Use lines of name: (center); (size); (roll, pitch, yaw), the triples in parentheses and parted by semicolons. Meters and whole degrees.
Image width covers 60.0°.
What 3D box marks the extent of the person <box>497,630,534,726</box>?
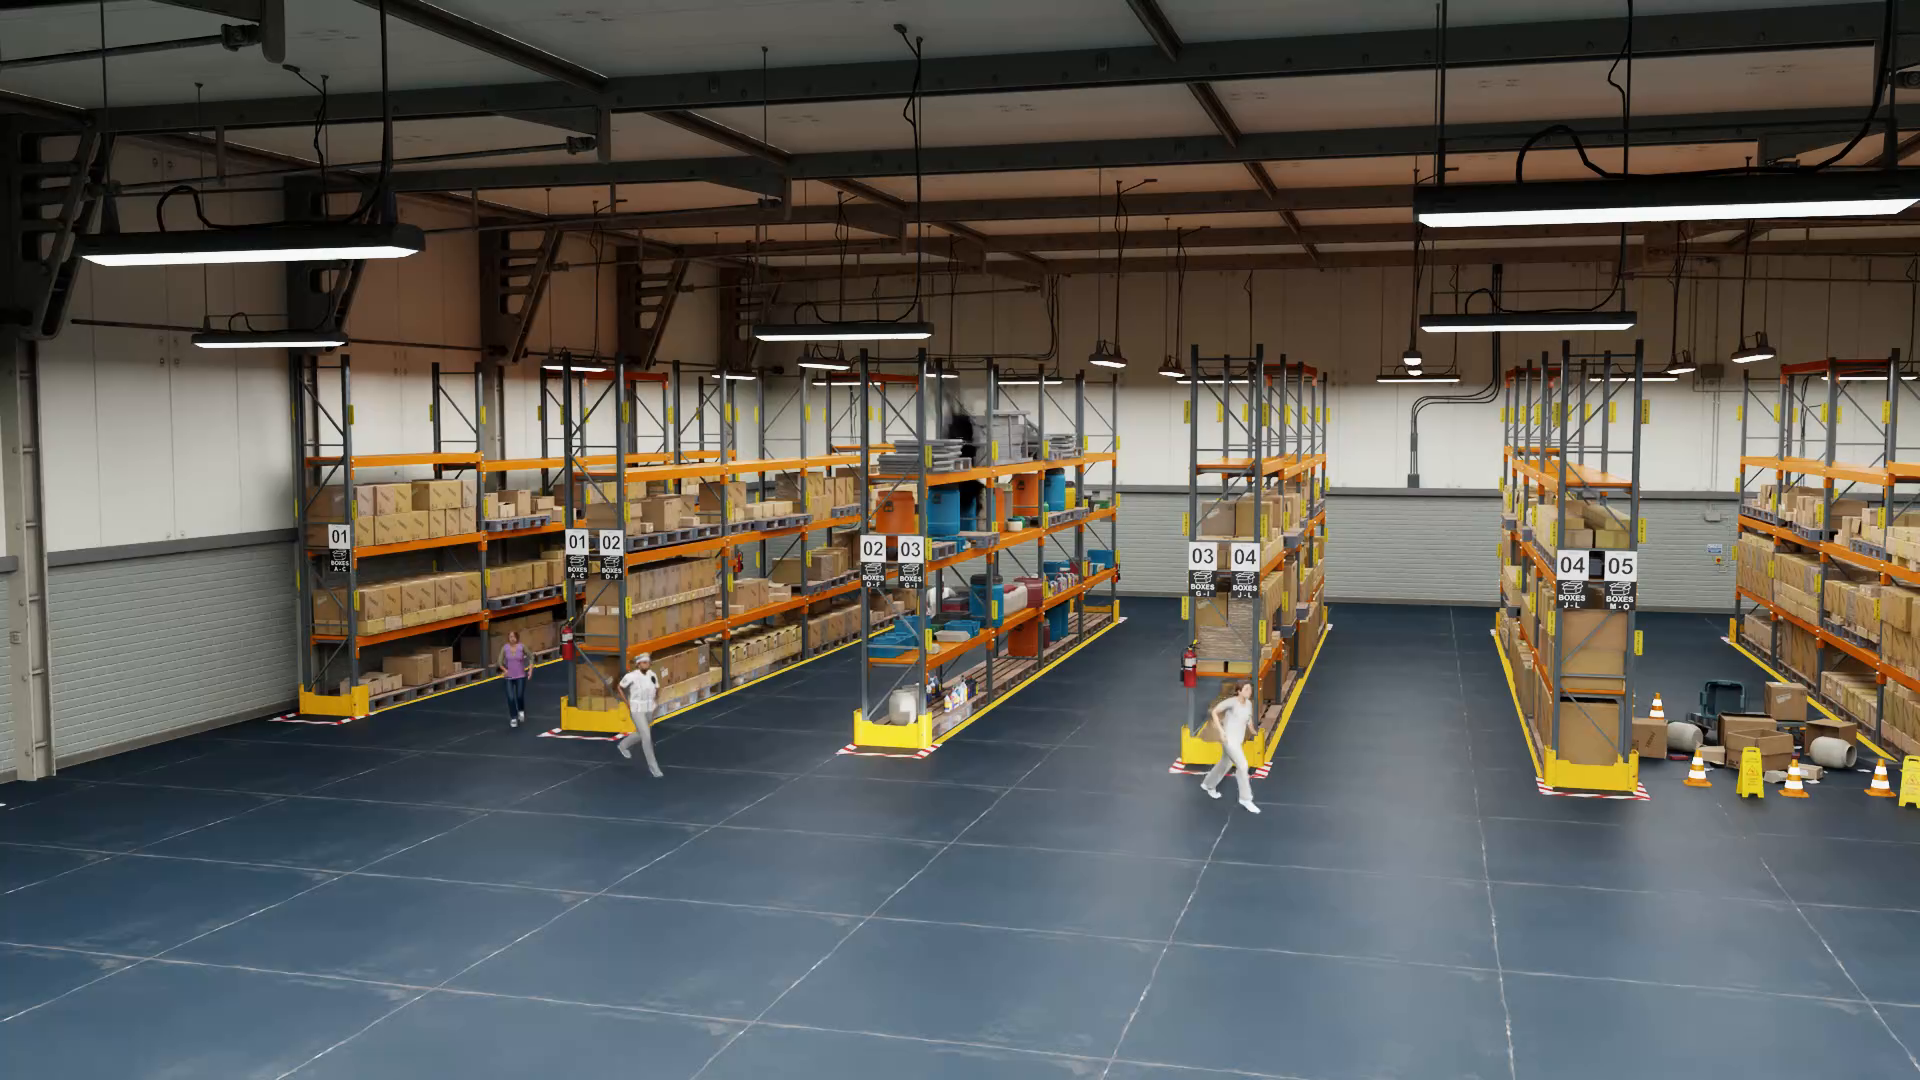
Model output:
person: (-7.127, 2.219, 26.661); (0.579, 1.563, 0.550); (-1, 4, -12)

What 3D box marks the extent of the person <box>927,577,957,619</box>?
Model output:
person: (-0.403, 1.550, 33.553); (0.707, 1.673, 1.033); (1, 4, 13)

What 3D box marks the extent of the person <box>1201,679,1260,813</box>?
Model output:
person: (3.448, 2.583, 21.235); (0.566, 1.672, 0.951); (-4, 6, -41)

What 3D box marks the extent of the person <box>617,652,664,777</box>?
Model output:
person: (-4.484, 2.424, 23.362); (1.054, 1.737, 0.542); (3, 5, 38)
